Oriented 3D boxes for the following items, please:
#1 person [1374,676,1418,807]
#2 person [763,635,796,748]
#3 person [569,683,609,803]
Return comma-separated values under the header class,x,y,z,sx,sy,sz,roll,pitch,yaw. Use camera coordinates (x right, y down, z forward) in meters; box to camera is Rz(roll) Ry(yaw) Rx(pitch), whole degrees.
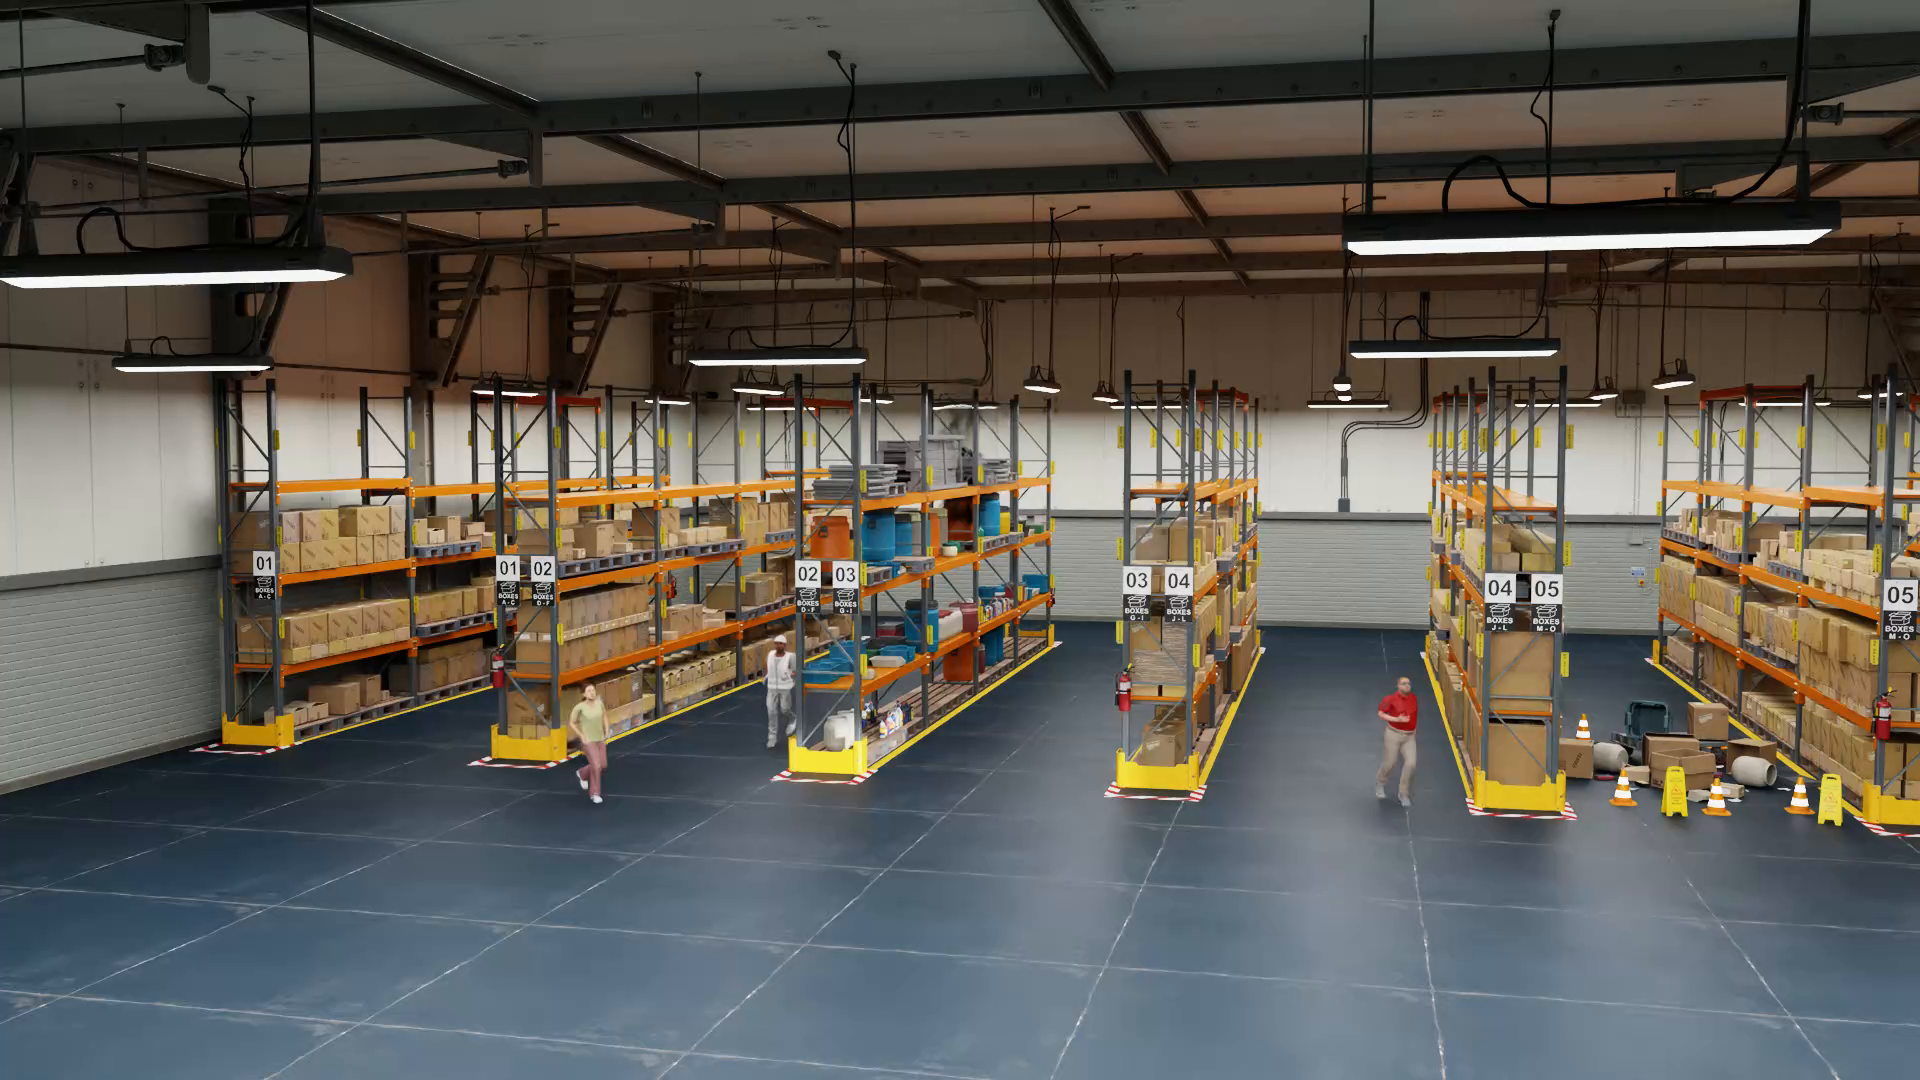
class,x,y,z,sx,sy,sz,roll,pitch,yaw
person,6.070,2.778,23.024,0.672,1.804,0.760,-1,4,-14
person,-2.951,2.459,27.379,0.682,1.791,0.989,1,4,13
person,-5.158,2.802,23.170,0.576,1.646,0.627,-3,5,-42
